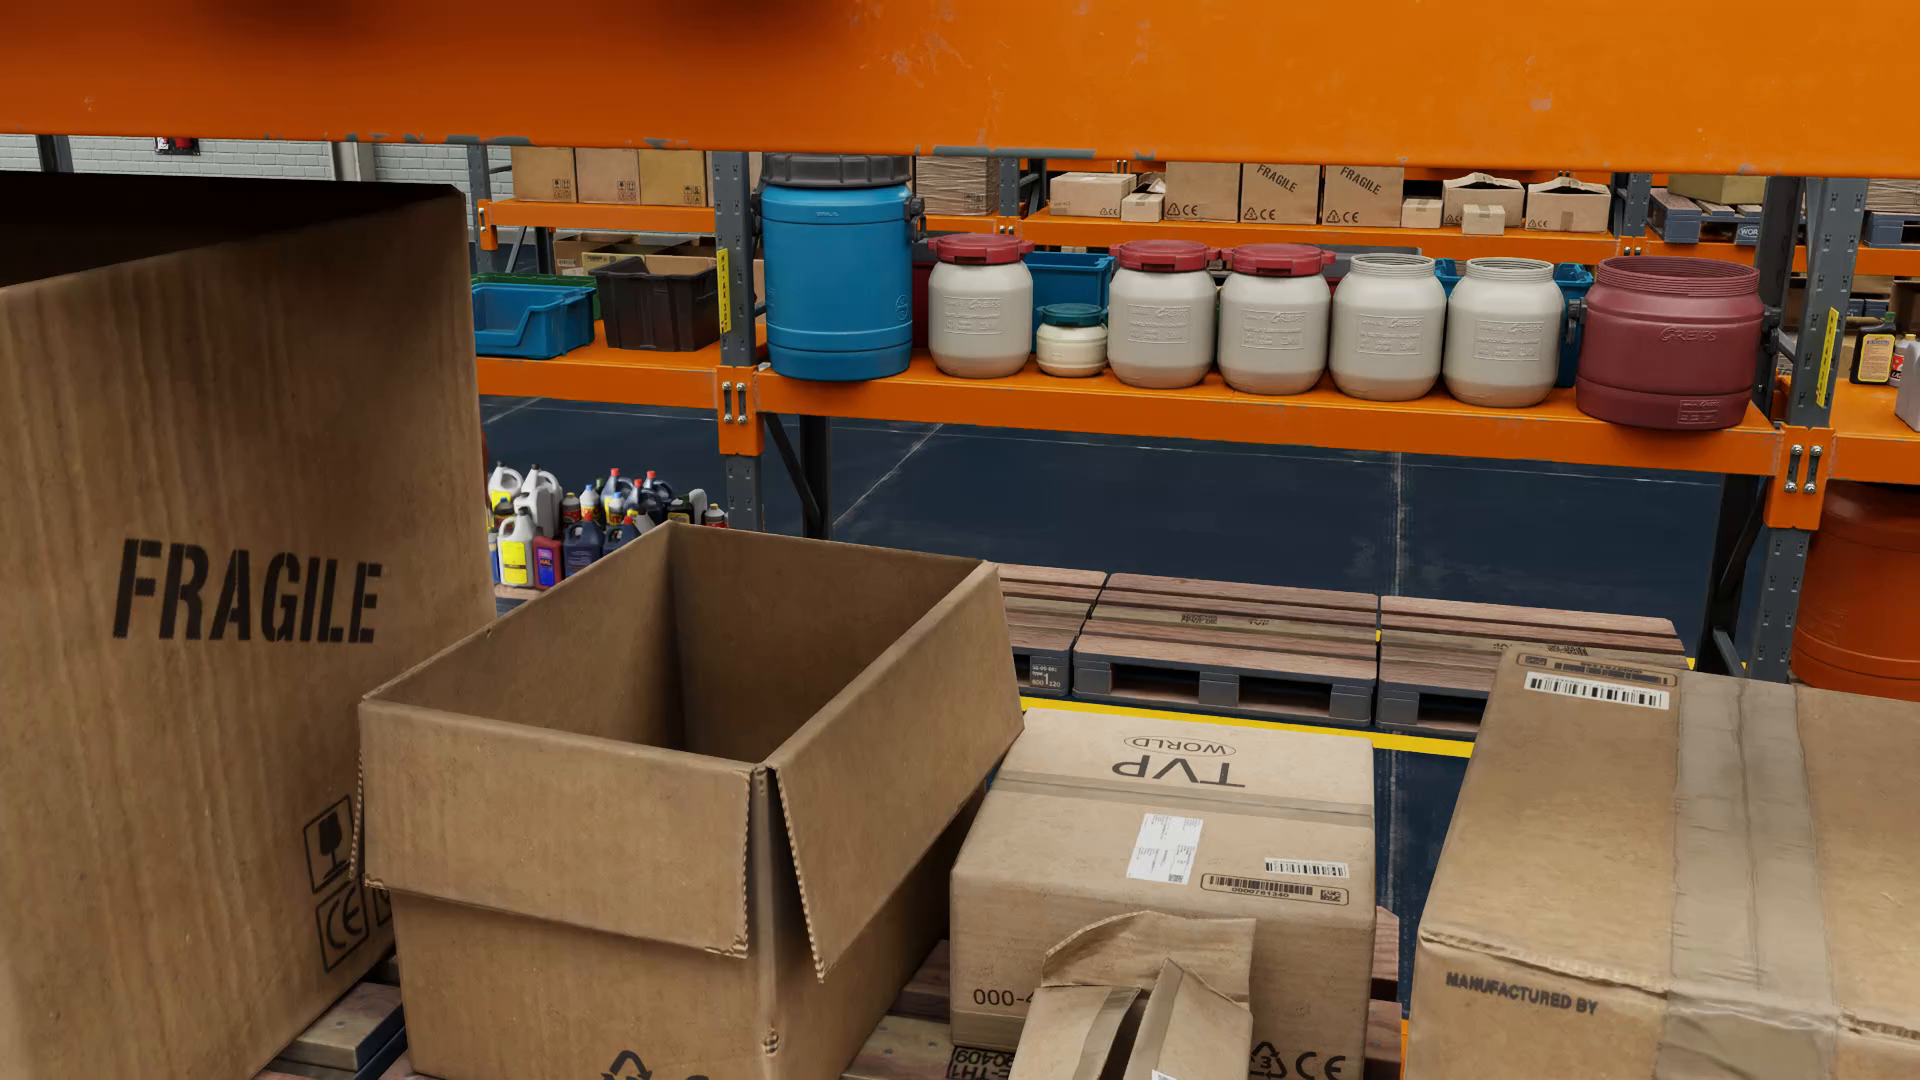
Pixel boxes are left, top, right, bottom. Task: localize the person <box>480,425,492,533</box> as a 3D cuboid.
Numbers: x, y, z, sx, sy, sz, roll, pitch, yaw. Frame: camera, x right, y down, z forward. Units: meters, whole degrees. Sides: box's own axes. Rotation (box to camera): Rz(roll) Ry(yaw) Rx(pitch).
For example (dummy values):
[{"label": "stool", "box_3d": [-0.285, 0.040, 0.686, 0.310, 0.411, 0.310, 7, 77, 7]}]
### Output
[{"label": "person", "box_3d": [-2.005, 0.034, 6.155, 0.870, 1.621, 0.725, 8, 20, 24]}]
